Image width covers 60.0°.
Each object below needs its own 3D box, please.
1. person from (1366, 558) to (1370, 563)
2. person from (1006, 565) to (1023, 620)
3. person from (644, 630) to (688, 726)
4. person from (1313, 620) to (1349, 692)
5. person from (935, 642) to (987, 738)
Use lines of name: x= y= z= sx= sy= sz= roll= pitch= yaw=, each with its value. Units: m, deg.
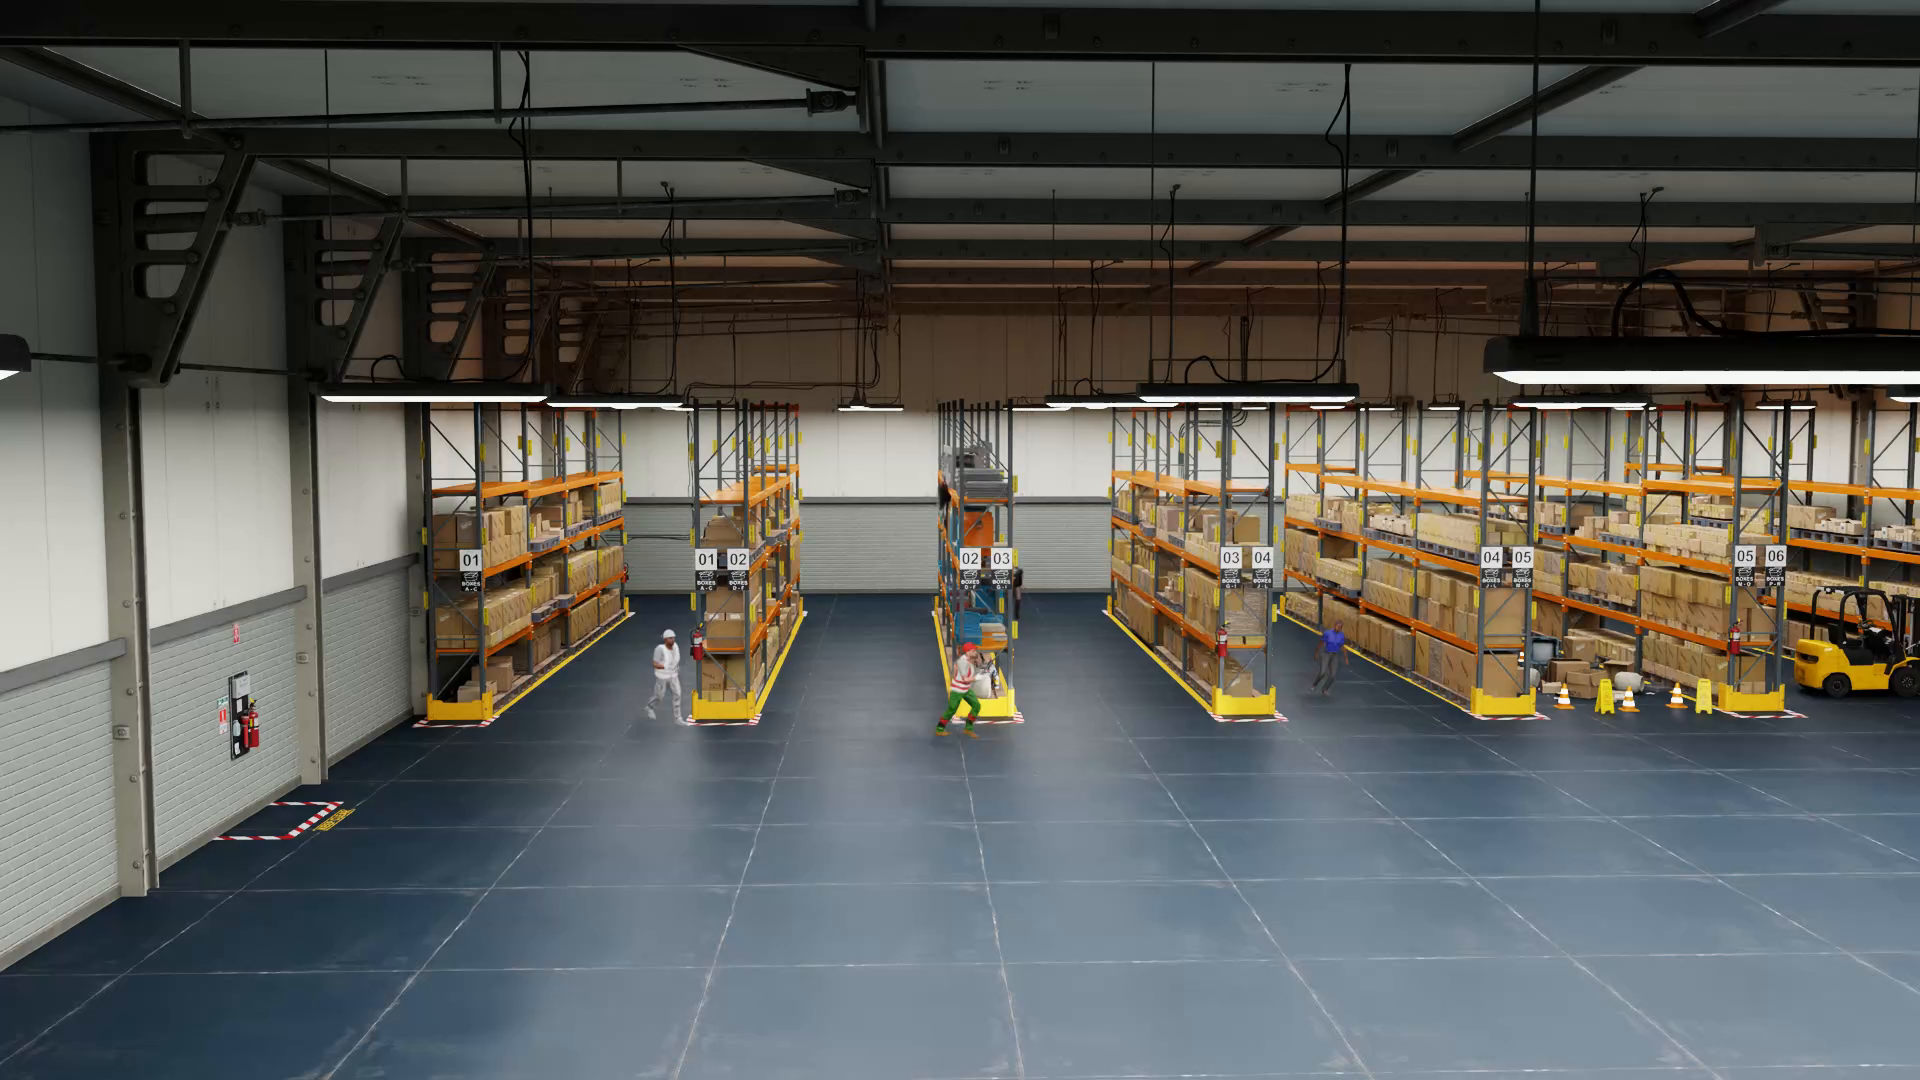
person: x=11.514 y=1.358 z=46.591 sx=0.588 sy=1.663 sz=0.930 roll=-1 pitch=4 yaw=-10
person: x=1.497 y=1.349 z=46.370 sx=0.626 sy=1.774 sz=0.832 roll=-1 pitch=4 yaw=-8
person: x=-5.419 y=2.507 z=30.504 sx=1.041 sy=1.755 sz=0.660 roll=4 pitch=6 yaw=44
person: x=7.514 y=2.341 z=33.666 sx=0.633 sy=1.510 sz=0.551 roll=-1 pitch=4 yaw=-8
person: x=0.030 y=2.633 z=29.110 sx=0.972 sy=1.723 sz=0.620 roll=2 pitch=5 yaw=21
